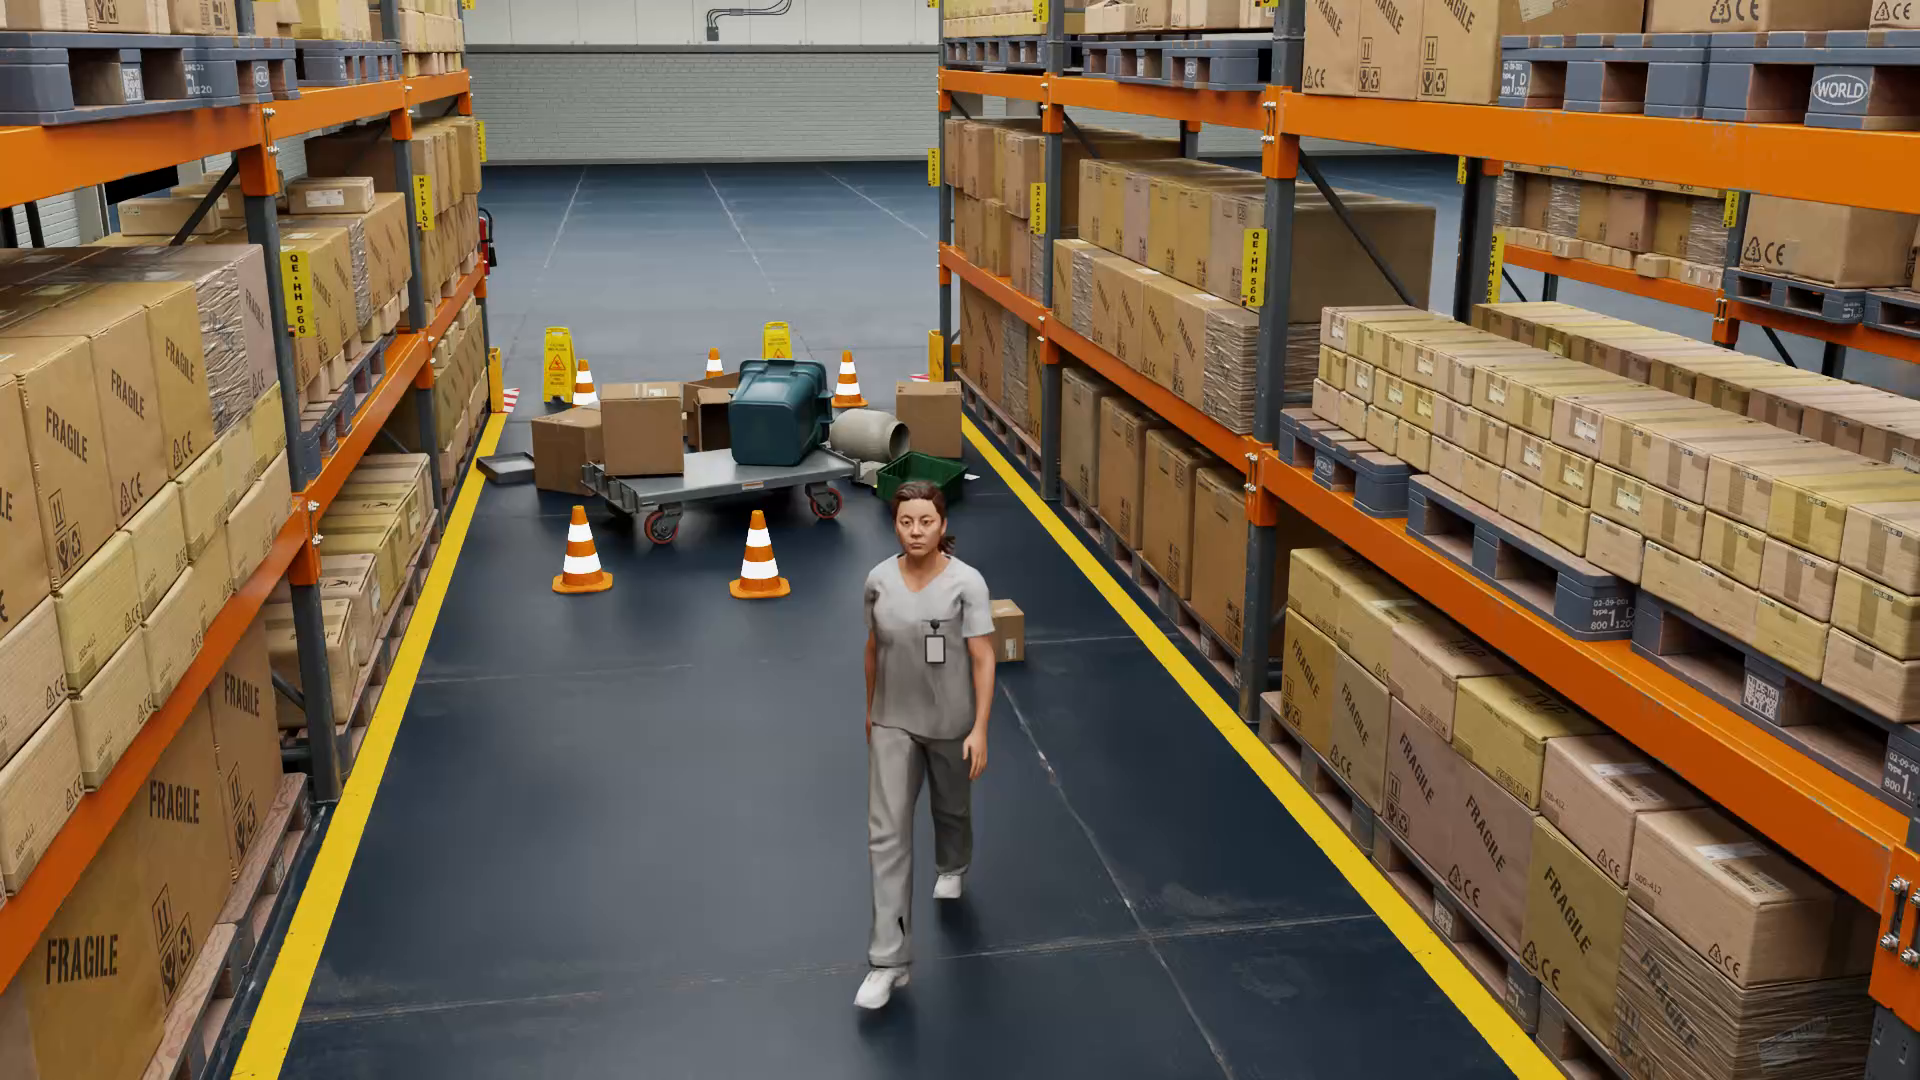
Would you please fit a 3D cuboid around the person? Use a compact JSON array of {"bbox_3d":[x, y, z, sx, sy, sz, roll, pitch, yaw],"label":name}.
[{"bbox_3d":[-0.115,0.609,5.477,0.464,1.615,1.022,2,17,8],"label":"person"}]
